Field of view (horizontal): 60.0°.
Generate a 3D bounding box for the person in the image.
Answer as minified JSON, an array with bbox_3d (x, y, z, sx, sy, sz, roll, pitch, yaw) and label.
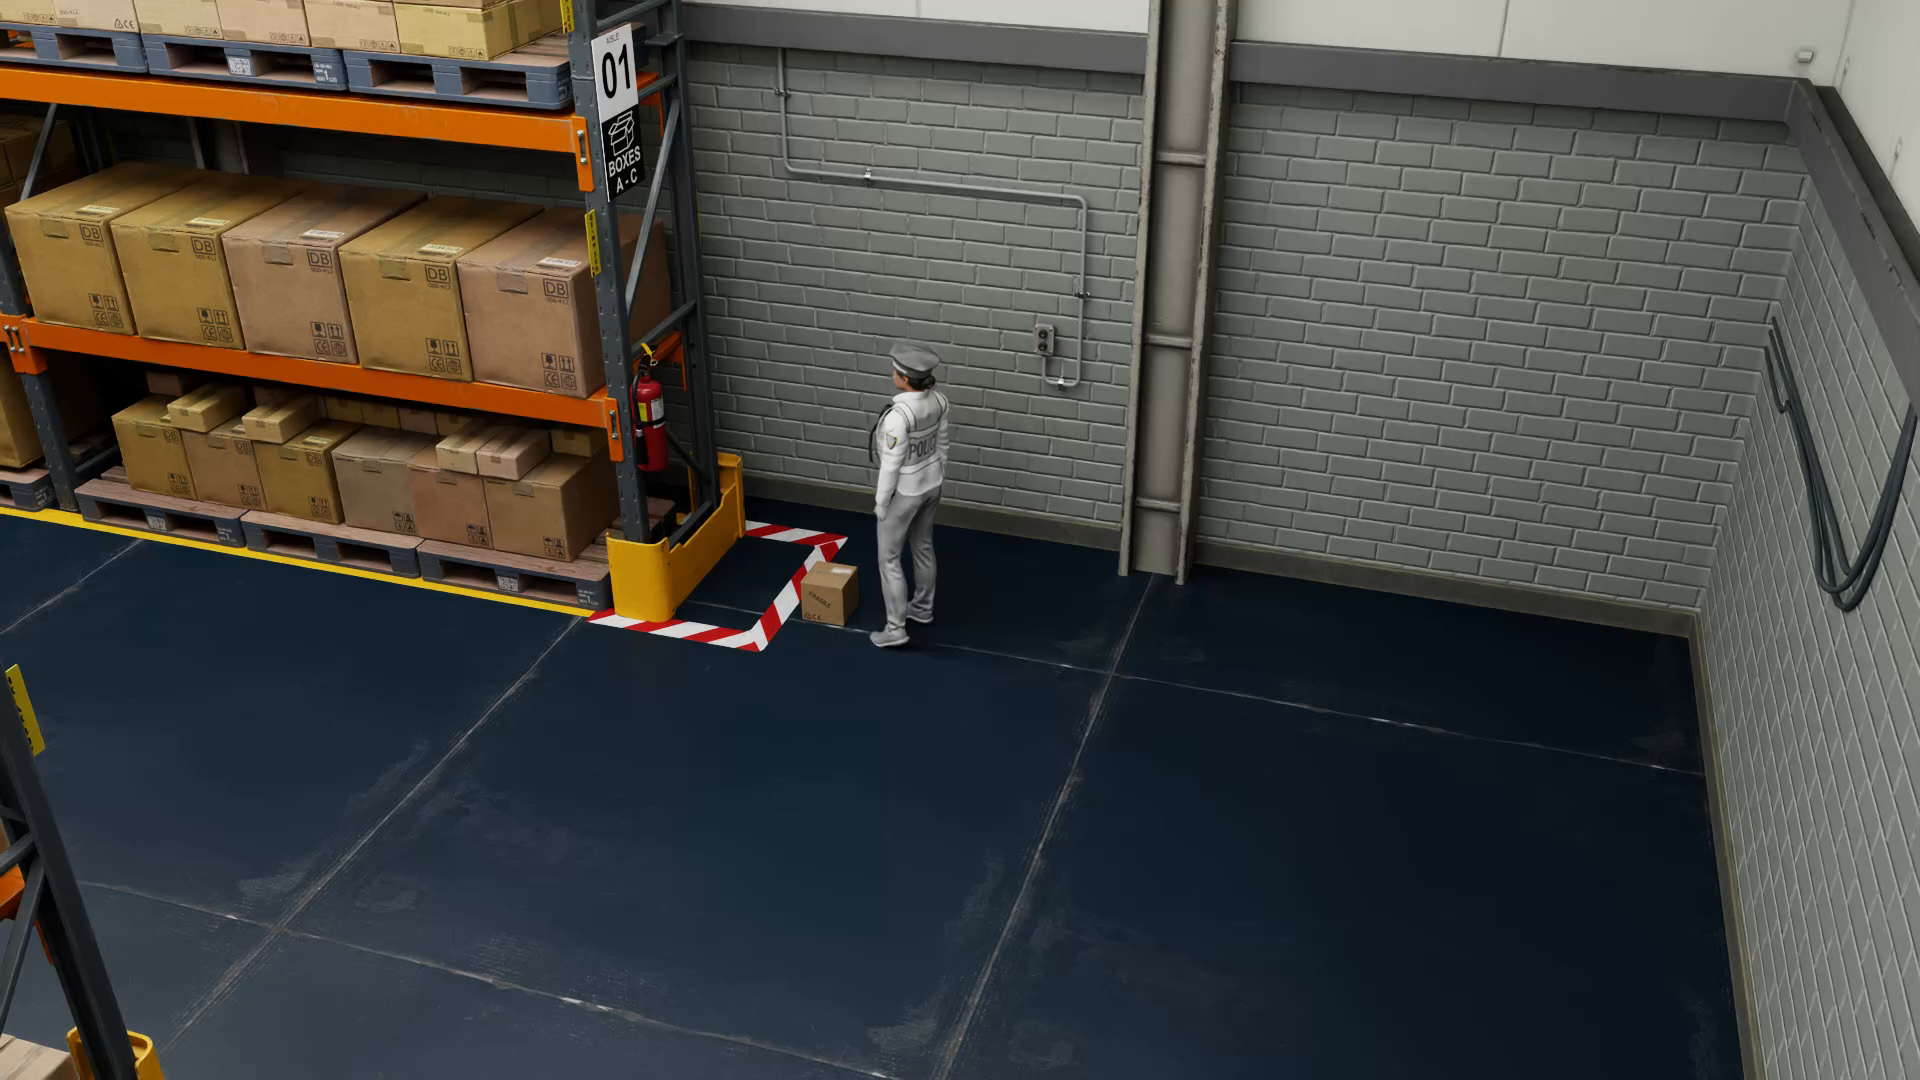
[{"bbox_3d":[-0.292,-0.251,8.930,0.362,1.715,0.544,20,35,31],"label":"person"}]
